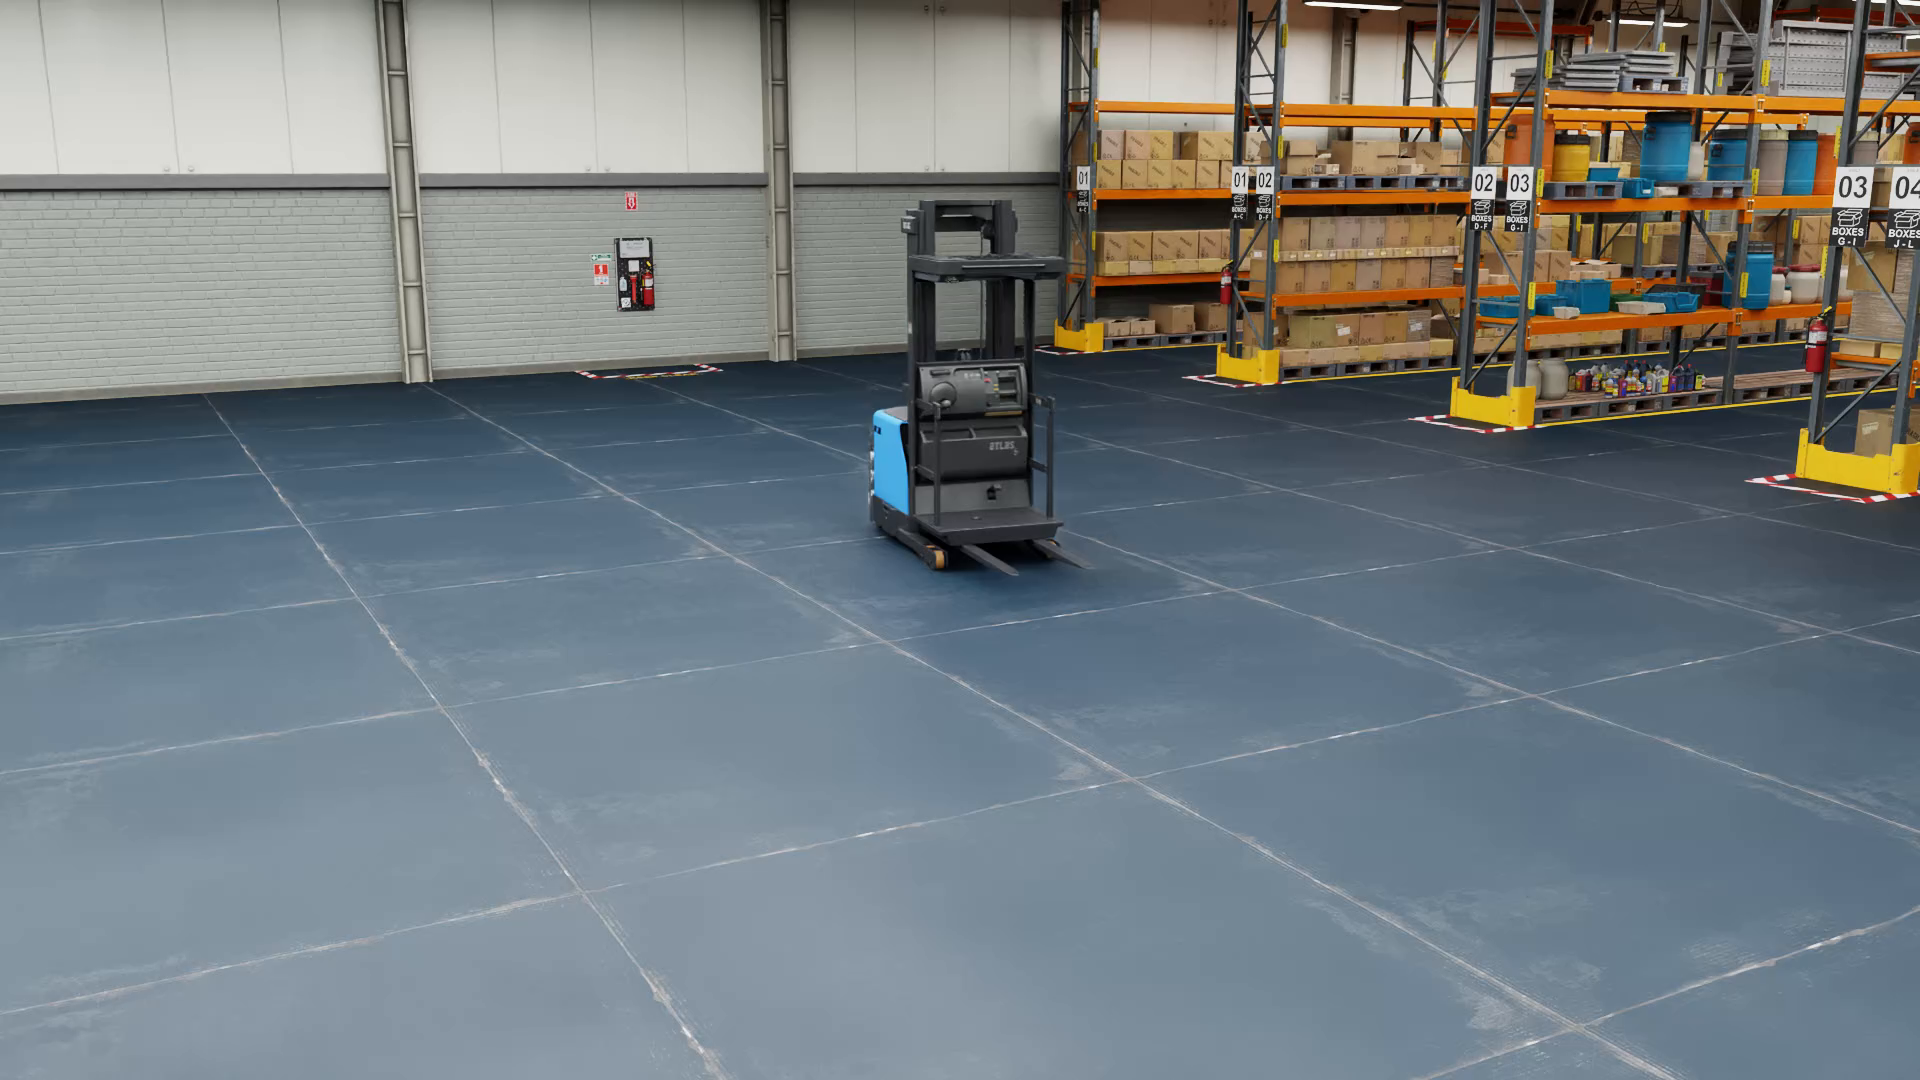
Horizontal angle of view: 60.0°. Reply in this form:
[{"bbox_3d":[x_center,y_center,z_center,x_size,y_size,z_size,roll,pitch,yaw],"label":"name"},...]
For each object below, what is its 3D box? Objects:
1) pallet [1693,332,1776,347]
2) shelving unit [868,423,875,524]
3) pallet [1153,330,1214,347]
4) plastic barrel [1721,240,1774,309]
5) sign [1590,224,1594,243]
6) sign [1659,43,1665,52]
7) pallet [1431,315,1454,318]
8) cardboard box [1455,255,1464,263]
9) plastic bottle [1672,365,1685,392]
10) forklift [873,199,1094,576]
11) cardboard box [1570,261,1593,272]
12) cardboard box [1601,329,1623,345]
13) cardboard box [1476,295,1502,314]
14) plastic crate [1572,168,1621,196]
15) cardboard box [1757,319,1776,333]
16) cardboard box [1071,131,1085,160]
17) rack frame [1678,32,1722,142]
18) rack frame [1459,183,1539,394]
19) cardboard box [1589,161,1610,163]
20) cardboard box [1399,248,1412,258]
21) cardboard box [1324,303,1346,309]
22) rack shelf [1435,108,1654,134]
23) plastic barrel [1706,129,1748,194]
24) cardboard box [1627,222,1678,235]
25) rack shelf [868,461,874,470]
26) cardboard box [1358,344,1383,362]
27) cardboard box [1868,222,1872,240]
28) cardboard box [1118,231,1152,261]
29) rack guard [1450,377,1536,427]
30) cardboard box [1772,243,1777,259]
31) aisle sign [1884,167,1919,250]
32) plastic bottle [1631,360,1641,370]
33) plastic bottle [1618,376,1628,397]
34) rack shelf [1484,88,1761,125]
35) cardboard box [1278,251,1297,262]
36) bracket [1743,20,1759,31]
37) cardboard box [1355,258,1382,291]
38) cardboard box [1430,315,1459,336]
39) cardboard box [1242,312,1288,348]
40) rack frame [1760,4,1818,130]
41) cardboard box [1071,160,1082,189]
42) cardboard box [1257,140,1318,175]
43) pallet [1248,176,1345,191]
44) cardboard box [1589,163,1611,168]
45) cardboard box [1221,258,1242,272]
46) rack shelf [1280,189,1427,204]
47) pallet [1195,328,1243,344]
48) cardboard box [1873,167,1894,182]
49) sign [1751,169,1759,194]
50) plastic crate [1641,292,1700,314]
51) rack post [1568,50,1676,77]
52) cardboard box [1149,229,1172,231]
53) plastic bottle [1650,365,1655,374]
[{"bbox_3d":[14.280,-3.757,30.823,1.213,0.211,1.003,-7,14,-28],"label":"pallet"},{"bbox_3d":[-0.708,-0.613,15.283,0.258,0.900,0.210,1,13,2],"label":"shelving unit"},{"bbox_3d":[3.933,-3.756,30.817,1.213,0.211,1.003,-7,14,-28],"label":"pallet"},{"bbox_3d":[10.809,-3.641,22.812,0.708,0.901,0.600,-7,14,-28],"label":"plastic barrel"},{"bbox_3d":[11.197,-5.419,29.401,0.005,0.325,0.100,-7,14,-28],"label":"sign"},{"bbox_3d":[11.734,-8.143,27.807,0.005,0.325,0.100,-7,14,-28],"label":"sign"},{"bbox_3d":[9.816,-4.452,33.910,1.213,0.211,1.003,-7,14,-28],"label":"pallet"},{"bbox_3d":[9.987,-5.657,33.443,0.250,0.149,0.380,-6,14,-26],"label":"cardboard box"},{"bbox_3d":[9.729,-2.193,22.551,0.185,0.351,0.144,-8,15,-31],"label":"plastic bottle"},{"bbox_3d":[0.188,-1.286,13.647,1.130,2.935,3.031,-5,13,-19],"label":"forklift"},{"bbox_3d":[10.587,-4.689,28.817,0.500,0.311,0.500,-7,14,-29],"label":"cardboard box"},{"bbox_3d":[11.120,-3.551,28.860,0.500,0.250,0.500,-6,14,-27],"label":"cardboard box"},{"bbox_3d":[10.569,-5.043,34.125,0.750,0.750,0.750,-7,14,-28],"label":"cardboard box"},{"bbox_3d":[8.343,-4.707,21.898,0.575,0.384,0.392,-7,14,-28],"label":"plastic crate"},{"bbox_3d":[14.680,-4.098,30.679,0.500,0.500,0.500,-7,14,-28],"label":"cardboard box"},{"bbox_3d":[2.320,-7.008,29.533,0.500,0.500,0.500,-6,14,-25],"label":"cardboard box"},{"bbox_3d":[16.110,-9.512,36.380,0.127,3.000,1.000,-7,14,-28],"label":"rack frame"},{"bbox_3d":[6.813,-2.993,21.076,0.127,3.000,1.000,-7,14,-28],"label":"rack frame"},{"bbox_3d":[13.332,-7.830,34.897,0.500,0.250,0.500,-7,14,-28],"label":"cardboard box"},{"bbox_3d":[6.924,-4.557,26.323,0.250,0.149,0.380,-7,14,-28],"label":"cardboard box"},{"bbox_3d":[7.112,-4.509,32.503,0.500,0.500,0.700,-7,14,-27],"label":"cardboard box"},{"bbox_3d":[9.710,-6.960,27.589,4.000,0.370,1.077,-7,14,-28],"label":"rack shelf"},{"bbox_3d":[10.667,-5.217,22.985,0.708,0.901,0.600,-7,14,-28],"label":"plastic barrel"},{"bbox_3d":[15.034,-6.597,36.410,0.700,0.700,0.980,-7,14,-28],"label":"cardboard box"},{"bbox_3d":[-0.708,-0.668,15.271,0.258,0.077,0.200,1,13,2],"label":"rack shelf"},{"bbox_3d":[6.338,-2.982,26.335,0.500,0.250,0.500,-7,14,-28],"label":"cardboard box"},{"bbox_3d":[16.881,-5.905,31.511,0.500,0.500,0.500,-6,14,-26],"label":"cardboard box"},{"bbox_3d":[3.068,-5.247,29.680,0.500,0.500,0.500,-7,14,-28],"label":"cardboard box"},{"bbox_3d":[6.858,-1.790,21.427,0.348,0.500,1.175,-7,14,-28],"label":"rack guard"},{"bbox_3d":[15.292,-5.361,31.372,0.500,0.500,0.500,-7,14,-27],"label":"cardboard box"},{"bbox_3d":[9.276,-3.242,16.264,0.004,0.787,0.394,-7,14,-28],"label":"aisle sign"},{"bbox_3d":[9.417,-2.331,23.167,0.185,0.351,0.144,-6,14,-26],"label":"plastic bottle"},{"bbox_3d":[8.762,-2.033,21.997,0.133,0.283,0.061,-7,14,-27],"label":"plastic bottle"},{"bbox_3d":[8.569,-5.584,21.475,4.000,0.370,1.077,-7,14,-28],"label":"rack shelf"},{"bbox_3d":[4.891,-4.313,25.236,0.250,0.149,0.380,-7,14,-28],"label":"cardboard box"},{"bbox_3d":[17.871,-11.607,37.490,0.430,0.232,0.235,-7,14,-28],"label":"bracket"},{"bbox_3d":[6.217,-4.207,26.242,0.500,0.500,0.700,-6,14,-26],"label":"cardboard box"},{"bbox_3d":[8.172,-3.604,27.819,0.500,0.311,0.500,-7,14,-28],"label":"cardboard box"},{"bbox_3d":[4.771,-3.291,25.999,0.500,0.500,0.500,-7,14,-28],"label":"cardboard box"},{"bbox_3d":[14.976,-8.137,30.270,0.127,3.000,1.000,-7,14,-28],"label":"rack frame"},{"bbox_3d":[2.311,-6.517,29.629,0.500,0.500,0.500,-6,14,-24],"label":"cardboard box"},{"bbox_3d":[4.950,-5.795,25.183,0.637,0.503,0.797,-6,14,-24],"label":"cardboard box"},{"bbox_3d":[5.076,-5.438,25.308,1.213,0.211,1.003,-7,14,-28],"label":"pallet"},{"bbox_3d":[10.642,-6.267,28.180,0.500,0.250,0.500,-6,14,-26],"label":"cardboard box"},{"bbox_3d":[4.866,-5.100,30.737,0.500,0.250,0.500,-7,14,-28],"label":"cardboard box"},{"bbox_3d":[7.333,-6.646,32.114,4.000,0.370,1.077,-7,14,-28],"label":"rack shelf"},{"bbox_3d":[5.005,-3.885,31.392,1.213,0.211,1.003,-7,14,-28],"label":"pallet"},{"bbox_3d":[9.281,-3.713,16.875,0.250,0.149,0.380,-7,14,-28],"label":"cardboard box"},{"bbox_3d":[10.578,-4.774,22.140,0.005,0.325,0.100,-7,14,-28],"label":"sign"},{"bbox_3d":[9.483,-3.172,22.213,0.616,0.251,0.499,-7,14,-28],"label":"plastic crate"},{"bbox_3d":[8.499,-6.093,21.358,0.954,0.300,0.937,-7,15,-29],"label":"rack post"},{"bbox_3d":[3.719,-5.454,30.602,0.500,0.500,0.500,-7,14,-27],"label":"cardboard box"},{"bbox_3d":[9.615,-2.294,23.157,0.133,0.283,0.061,-7,14,-28],"label":"plastic bottle"}]
